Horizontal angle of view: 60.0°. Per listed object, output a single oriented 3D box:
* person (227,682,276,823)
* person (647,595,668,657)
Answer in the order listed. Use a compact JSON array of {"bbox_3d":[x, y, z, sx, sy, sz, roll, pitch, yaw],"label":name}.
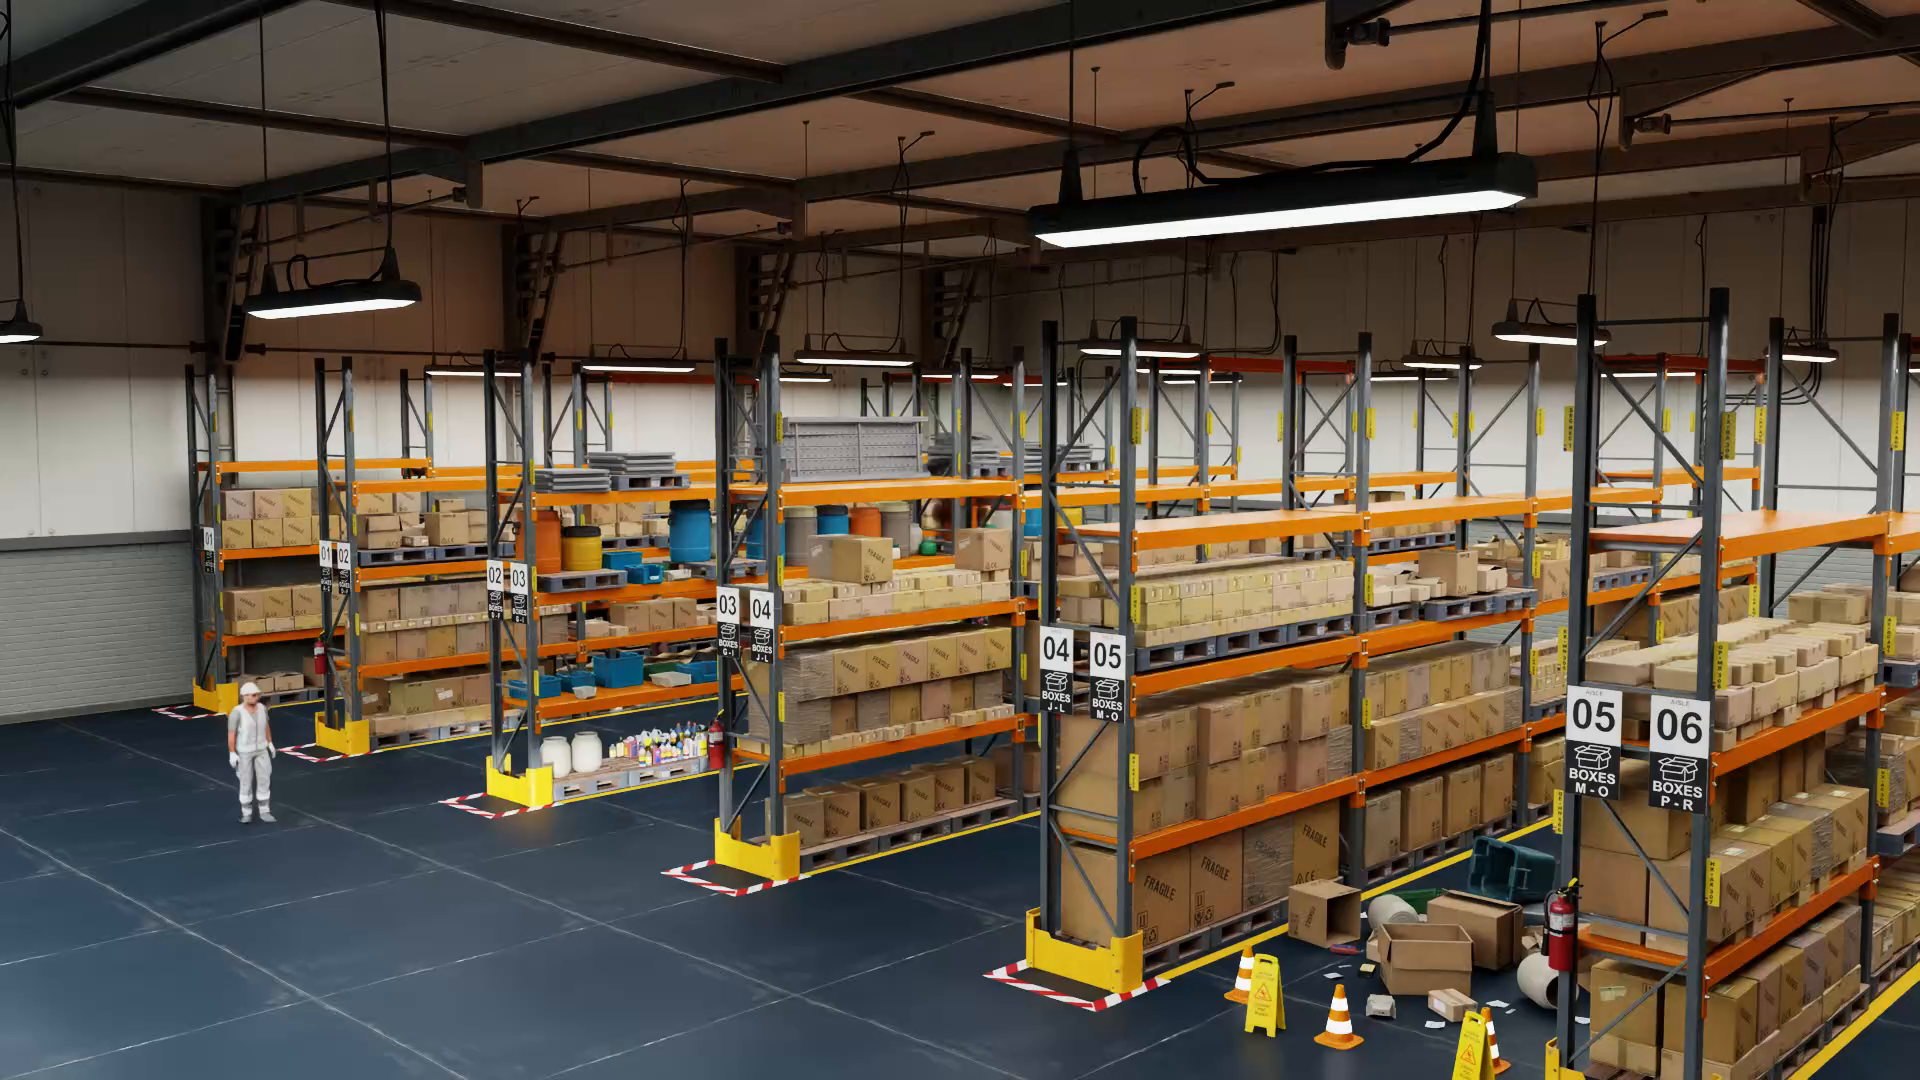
[{"bbox_3d":[-8.921,2.676,20.950,0.421,1.794,0.582,4,6,39],"label":"person"},{"bbox_3d":[-5.862,1.880,32.155,0.499,1.656,0.606,-1,4,-8],"label":"person"}]
